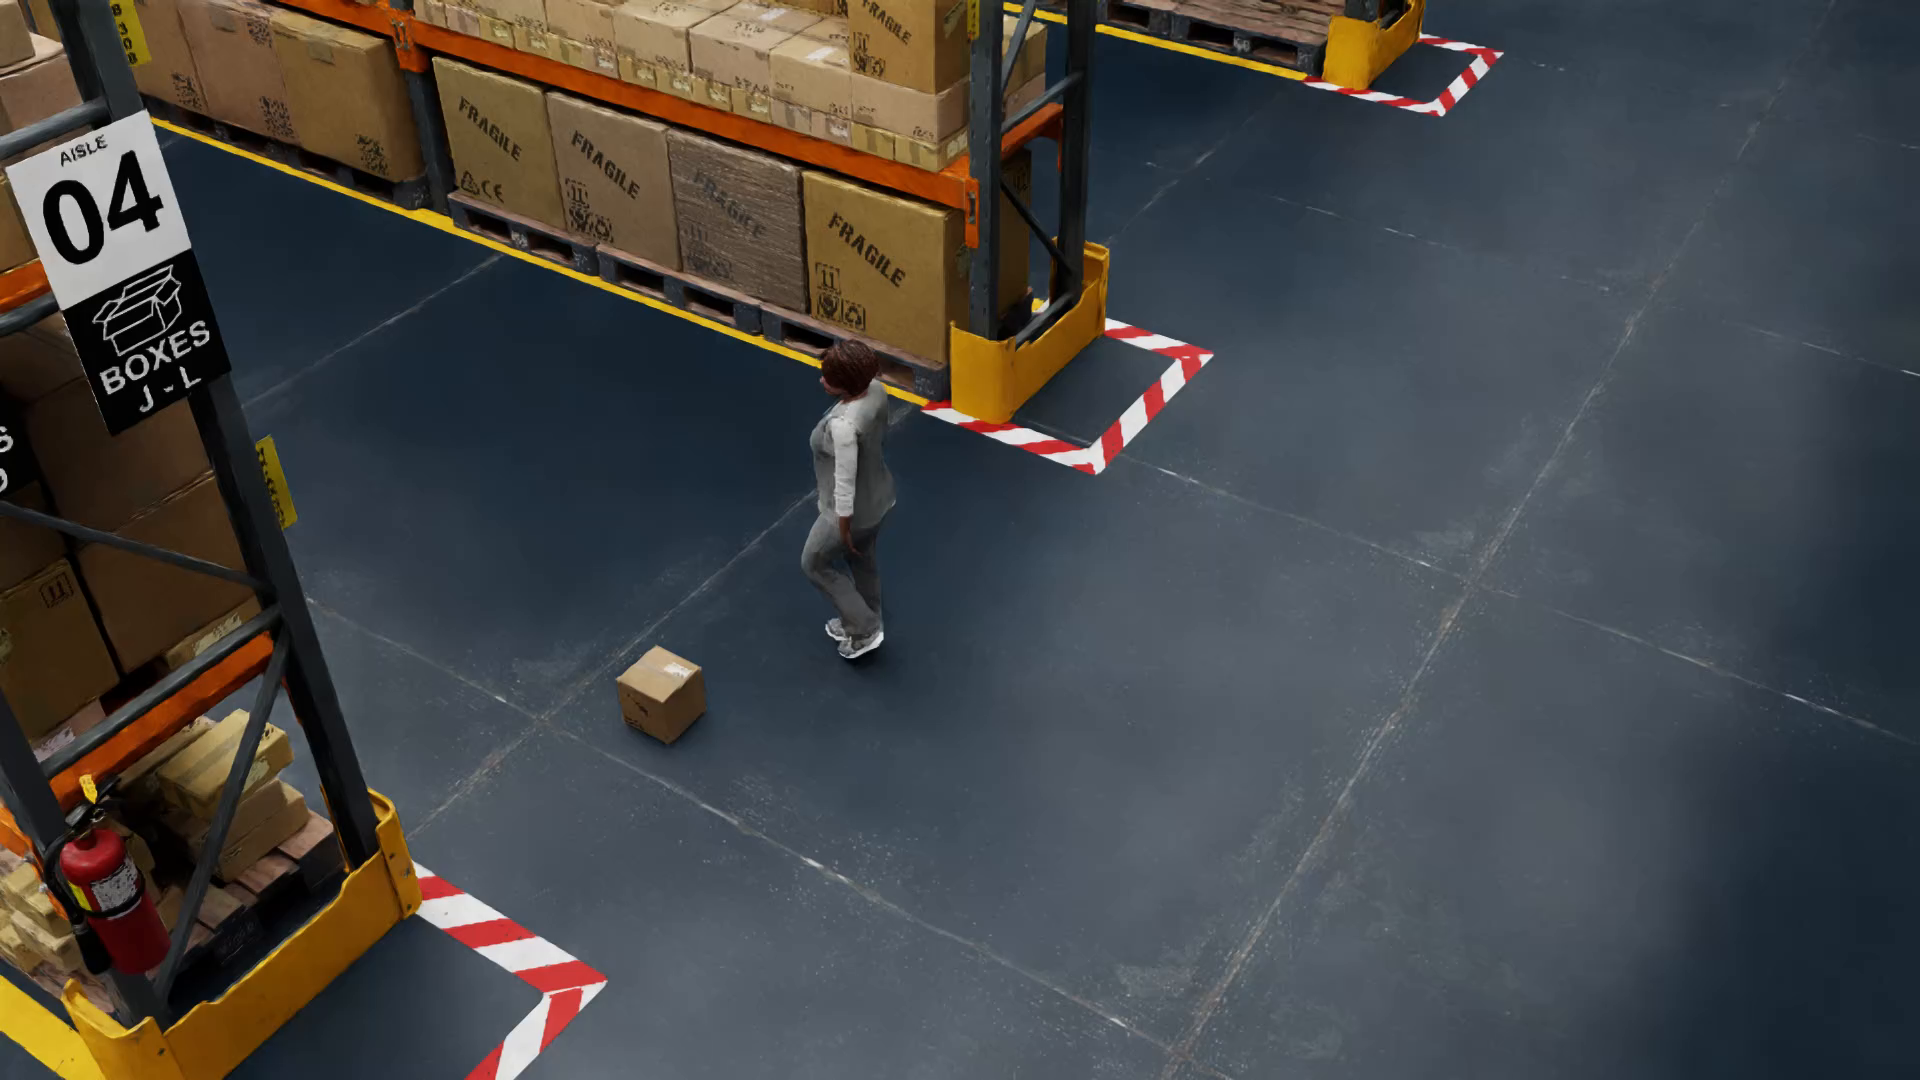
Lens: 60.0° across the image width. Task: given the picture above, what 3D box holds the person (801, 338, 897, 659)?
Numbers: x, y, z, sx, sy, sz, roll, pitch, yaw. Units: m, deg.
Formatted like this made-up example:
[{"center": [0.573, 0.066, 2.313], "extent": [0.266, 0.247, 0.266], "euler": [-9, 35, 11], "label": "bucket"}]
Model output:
[{"center": [-0.461, -0.134, 6.831], "extent": [0.376, 1.591, 0.431], "euler": [15, 41, 18], "label": "person"}]
